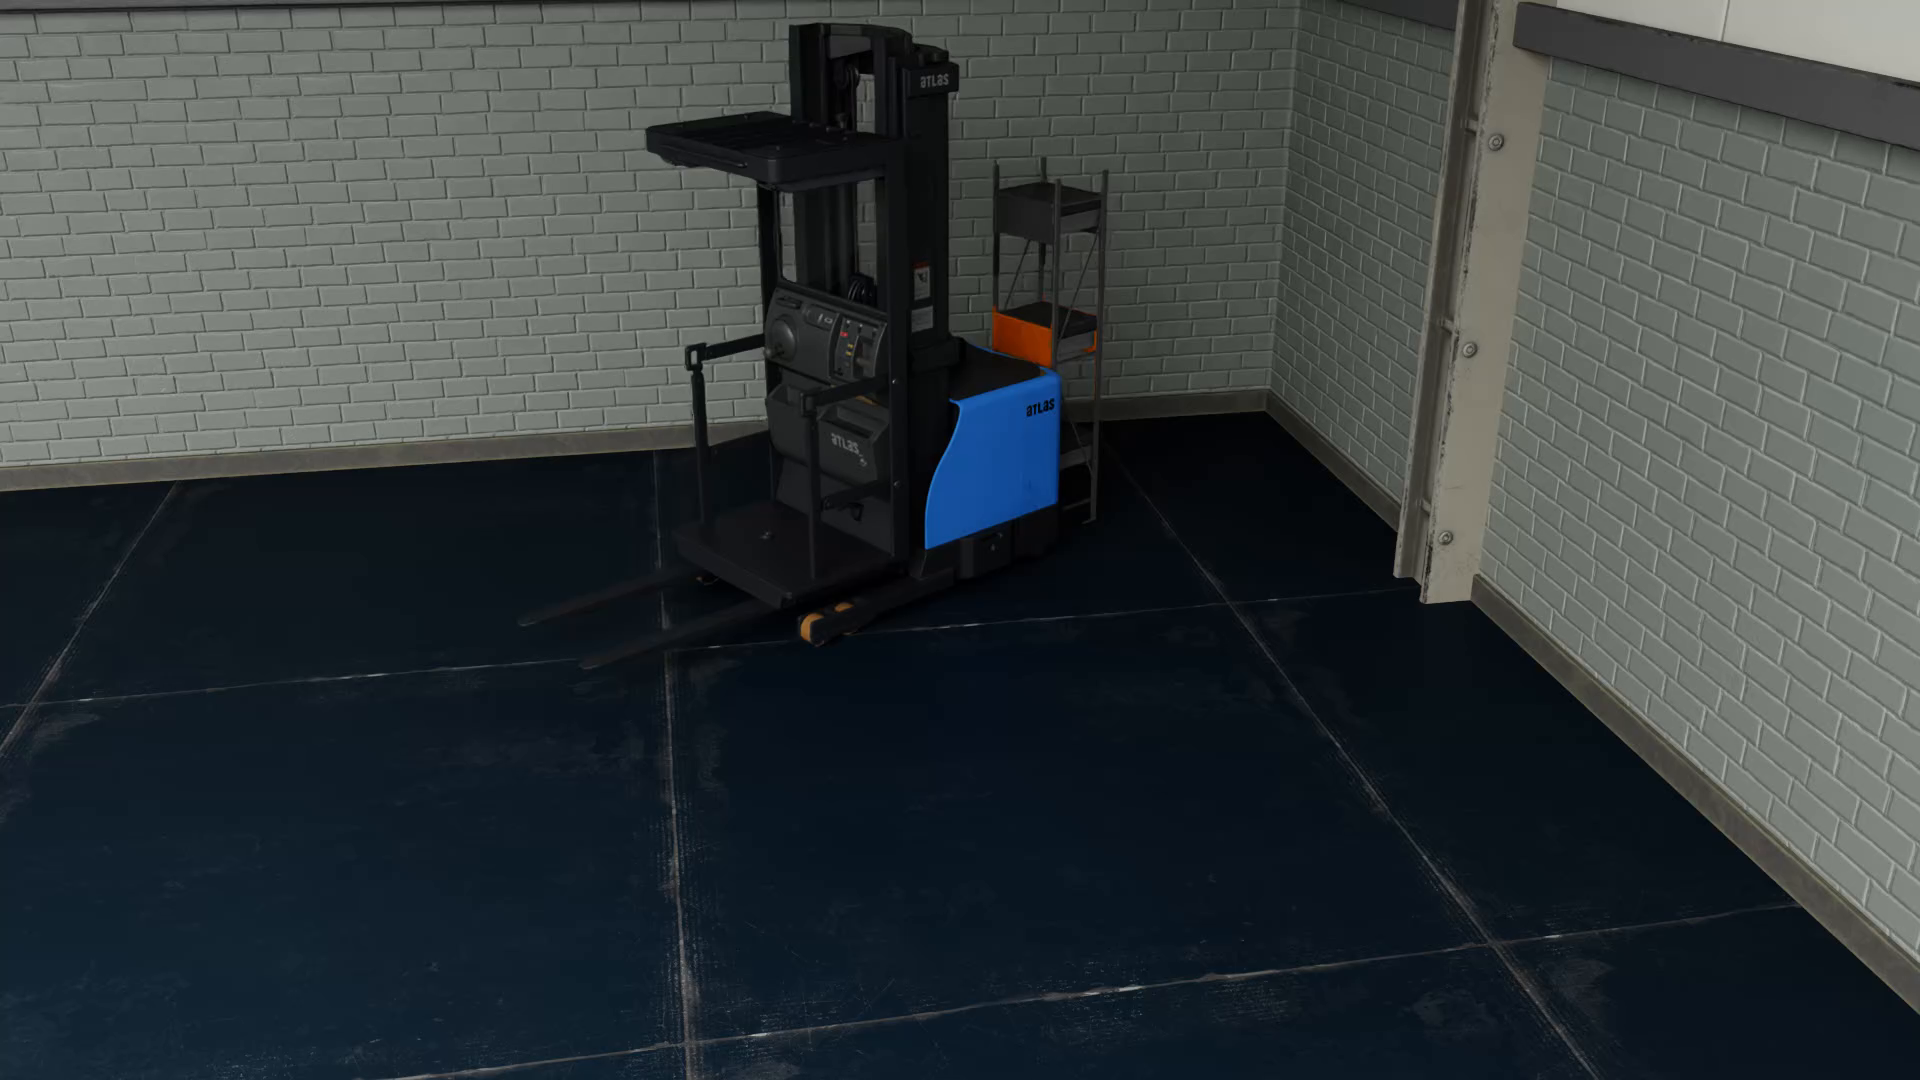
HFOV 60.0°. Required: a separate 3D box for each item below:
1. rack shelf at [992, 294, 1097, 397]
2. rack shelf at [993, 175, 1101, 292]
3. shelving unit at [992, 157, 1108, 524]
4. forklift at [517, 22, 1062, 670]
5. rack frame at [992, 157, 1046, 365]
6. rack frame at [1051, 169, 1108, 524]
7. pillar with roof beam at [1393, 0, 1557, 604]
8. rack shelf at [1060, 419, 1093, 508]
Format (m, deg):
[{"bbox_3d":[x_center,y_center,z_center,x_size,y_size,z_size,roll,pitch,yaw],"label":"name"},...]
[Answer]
[{"bbox_3d":[0.504,-1.093,9.663,0.431,0.518,0.480,-20,30,-38],"label":"rack shelf"},{"bbox_3d":[0.504,-1.734,9.383,0.431,0.518,0.480,-20,30,-38],"label":"rack shelf"},{"bbox_3d":[0.504,-1.105,9.658,0.431,2.100,0.503,-20,30,-38],"label":"shelving unit"},{"bbox_3d":[-0.855,-1.037,8.462,3.031,2.935,1.130,-20,30,-38],"label":"forklift"},{"bbox_3d":[0.341,-1.178,9.824,0.400,2.100,0.015,-20,30,-38],"label":"rack frame"},{"bbox_3d":[0.666,-1.033,9.491,0.400,2.100,0.015,-20,30,-38],"label":"rack frame"},{"bbox_3d":[-1.619,-3.550,6.635,9.100,9.000,0.400,-4,24,-10],"label":"pillar with roof beam"},{"bbox_3d":[0.504,-0.451,9.943,0.431,0.518,0.480,-20,30,-38],"label":"rack shelf"}]
